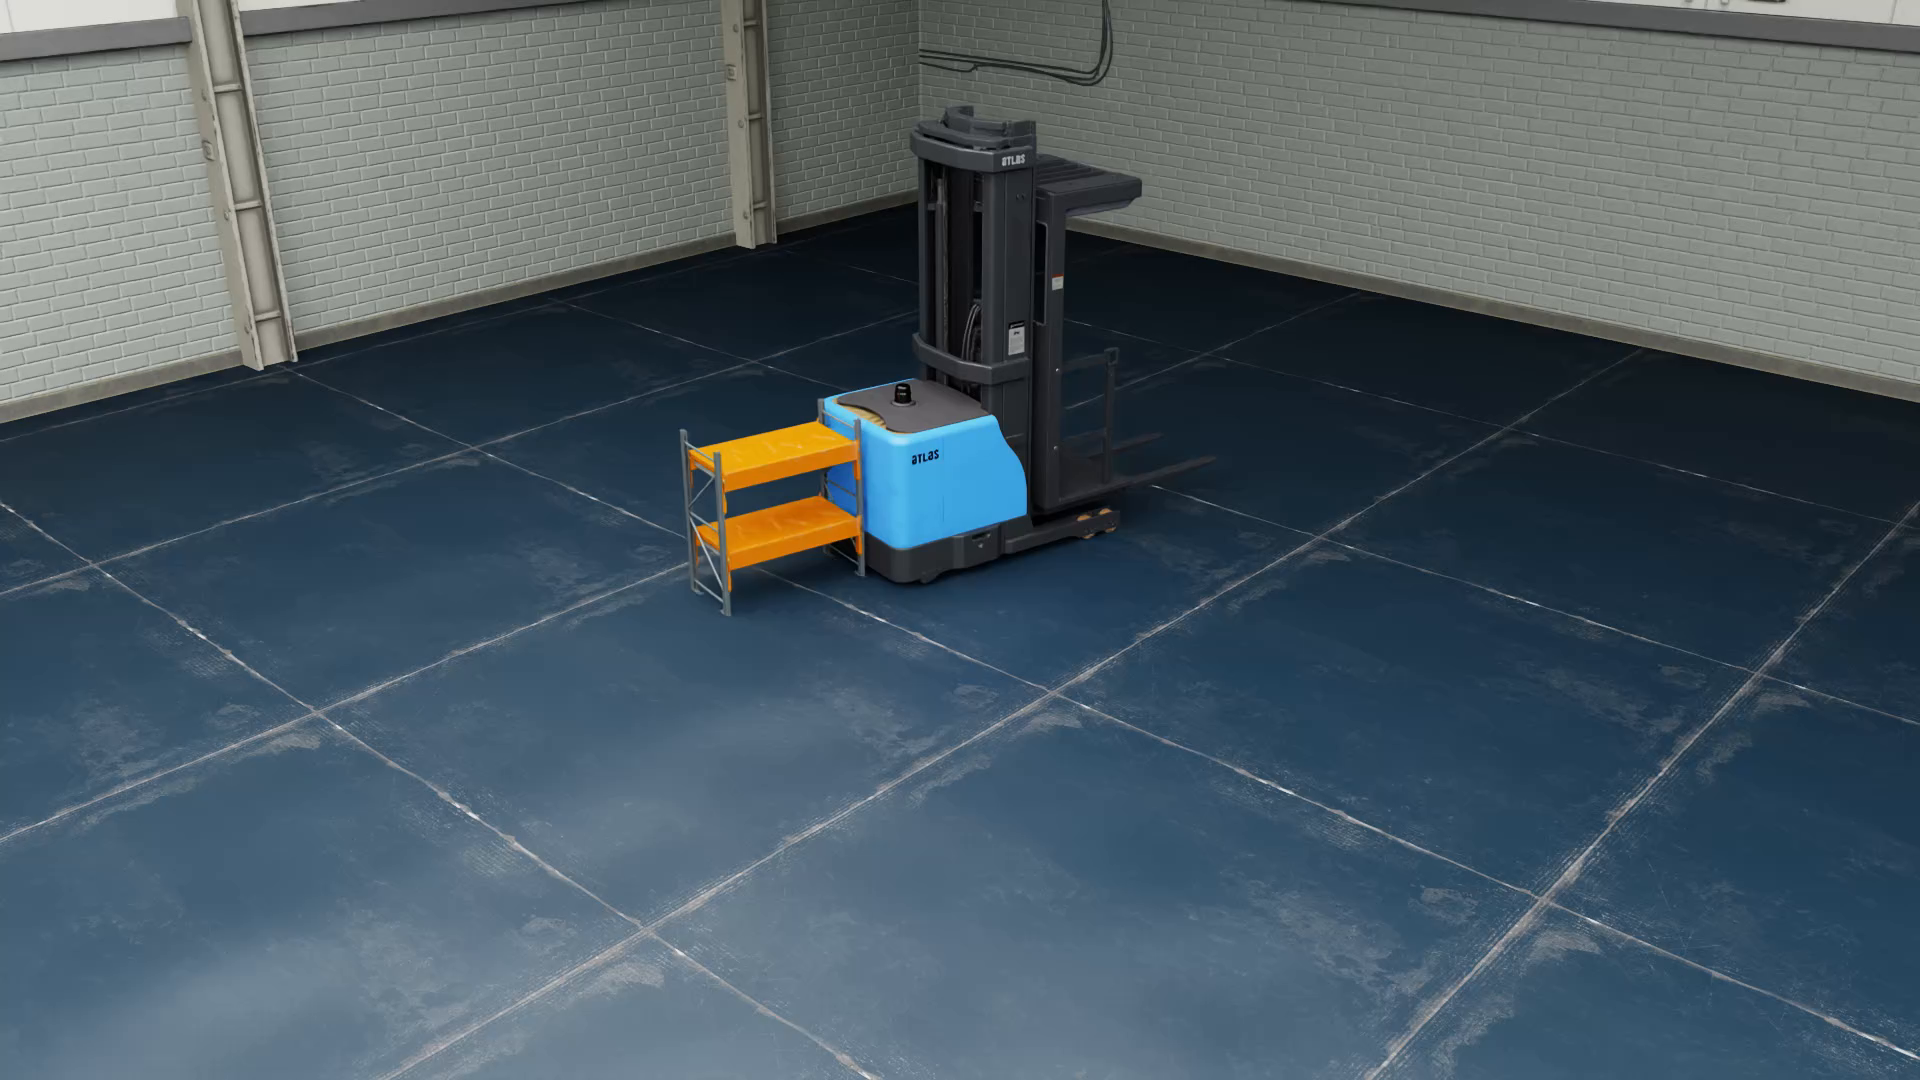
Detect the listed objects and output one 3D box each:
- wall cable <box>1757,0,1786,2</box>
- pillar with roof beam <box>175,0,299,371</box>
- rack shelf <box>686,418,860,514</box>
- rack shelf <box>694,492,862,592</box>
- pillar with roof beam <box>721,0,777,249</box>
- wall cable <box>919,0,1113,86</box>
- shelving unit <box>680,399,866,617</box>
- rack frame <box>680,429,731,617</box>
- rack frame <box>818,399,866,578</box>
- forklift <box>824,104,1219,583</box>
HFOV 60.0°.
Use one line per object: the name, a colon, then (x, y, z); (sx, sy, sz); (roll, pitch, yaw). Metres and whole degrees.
wall cable: (7.617, -7.075, 12.373); (2.305, 6.003, 0.169); (20, 31, 38)
pillar with roof beam: (-3.192, -4.580, 10.966); (9.100, 9.000, 0.400); (20, 31, 38)
rack shelf: (-1.208, -0.492, 10.756); (1.000, 0.278, 0.538); (-16, 29, -32)
rack shelf: (-1.208, -0.001, 10.976); (1.000, 0.278, 0.538); (-16, 29, -32)
pillar with roof beam: (0.813, -6.408, 15.043); (9.100, 9.000, 0.400); (20, 31, 38)
wall cable: (0.558, -6.703, 19.496); (3.097, 2.526, 0.112); (20, 31, 38)
shelving unit: (-1.208, -0.224, 10.876); (1.048, 1.125, 0.538); (-16, 29, -32)
rack frame: (-1.623, -0.104, 10.608); (0.032, 1.125, 0.500); (-16, 29, -32)
rack frame: (-0.793, -0.345, 11.144); (0.032, 1.125, 0.500); (-16, 29, -32)
forklift: (0.531, -1.506, 11.526); (3.031, 2.935, 1.130); (-16, 29, -32)
